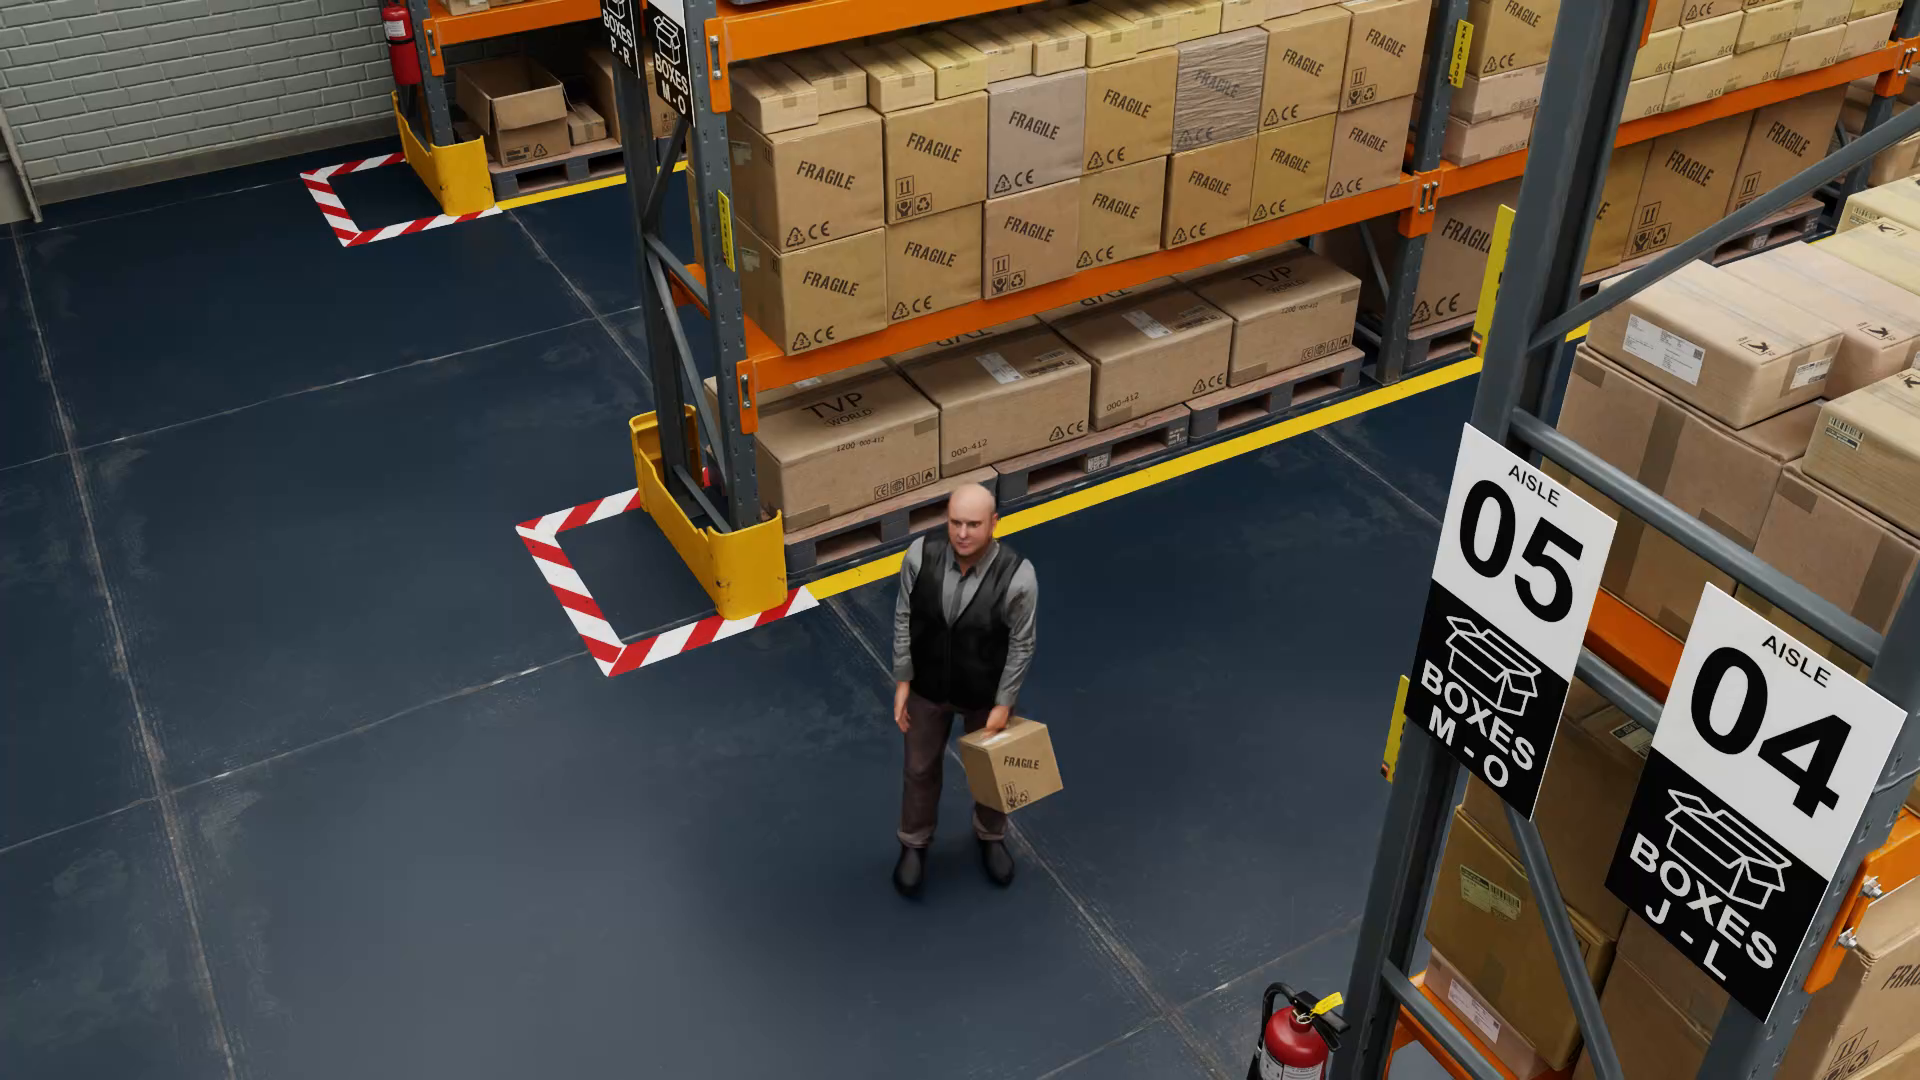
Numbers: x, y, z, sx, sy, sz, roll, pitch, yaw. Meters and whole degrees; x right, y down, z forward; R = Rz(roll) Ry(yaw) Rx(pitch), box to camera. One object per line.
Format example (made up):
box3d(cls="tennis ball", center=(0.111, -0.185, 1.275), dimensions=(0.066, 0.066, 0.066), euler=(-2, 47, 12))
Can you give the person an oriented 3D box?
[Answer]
box3d(cls="person", center=(-0.072, 0.556, 6.164), dimensions=(0.563, 1.720, 0.636), euler=(-22, 42, -27))
